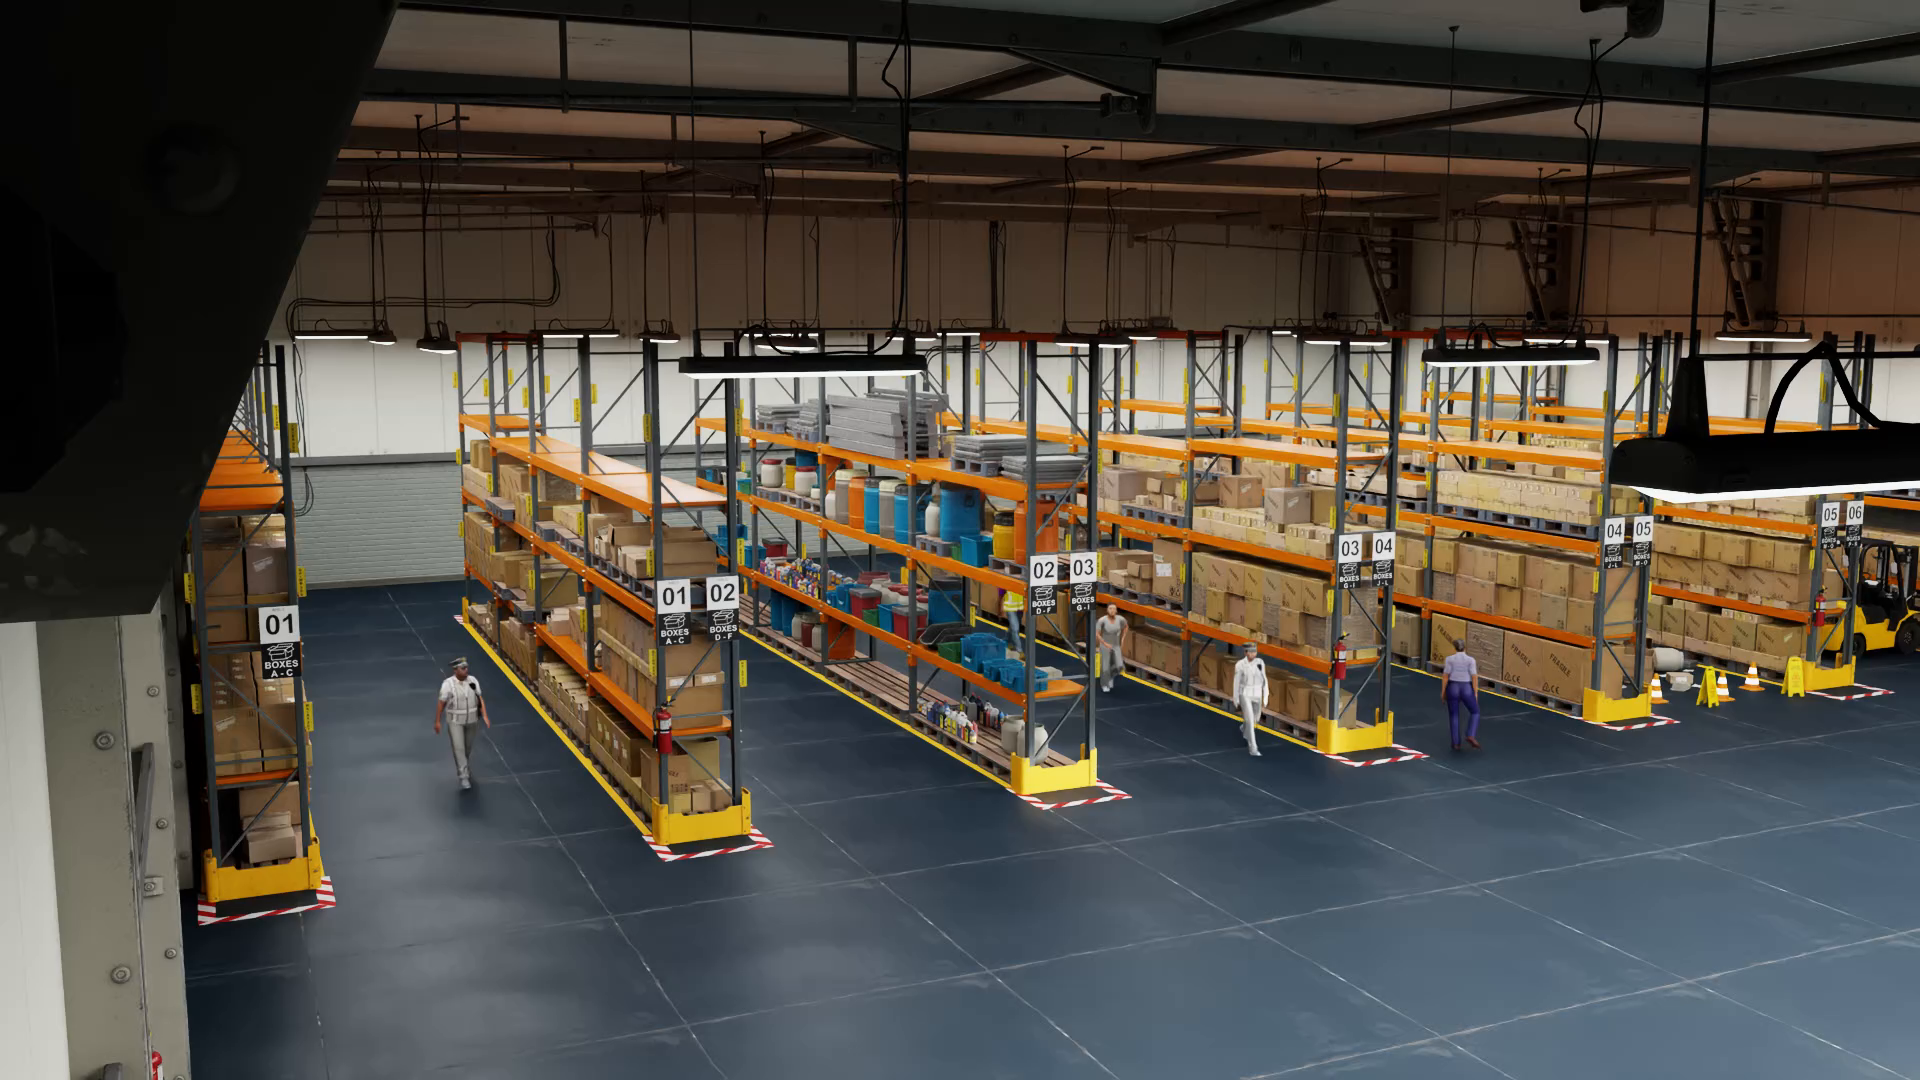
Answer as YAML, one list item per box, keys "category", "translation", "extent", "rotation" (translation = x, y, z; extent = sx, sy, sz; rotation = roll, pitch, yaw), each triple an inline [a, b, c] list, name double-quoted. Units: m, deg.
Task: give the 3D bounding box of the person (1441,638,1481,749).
- category: "person"
  translation: [7.346, 2.258, 24.311]
  extent: [0.596, 1.645, 0.470]
  rotation: [3, 8, 19]

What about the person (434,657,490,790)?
- category: "person"
  translation: [-6.746, 2.425, 22.547]
  extent: [0.660, 1.708, 1.077]
  rotation: [-5, 9, -33]

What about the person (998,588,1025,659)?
- category: "person"
  translation: [1.053, 1.300, 30.974]
  extent: [0.580, 1.711, 1.081]
  rotation: [-4, 9, -27]

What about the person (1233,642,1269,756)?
- category: "person"
  translation: [4.224, 2.256, 24.256]
  extent: [0.508, 1.636, 0.941]
  rotation: [-2, 8, -13]

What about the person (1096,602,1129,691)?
- category: "person"
  translation: [2.537, 1.797, 27.930]
  extent: [0.610, 1.578, 0.696]
  rotation: [-2, 8, -14]
